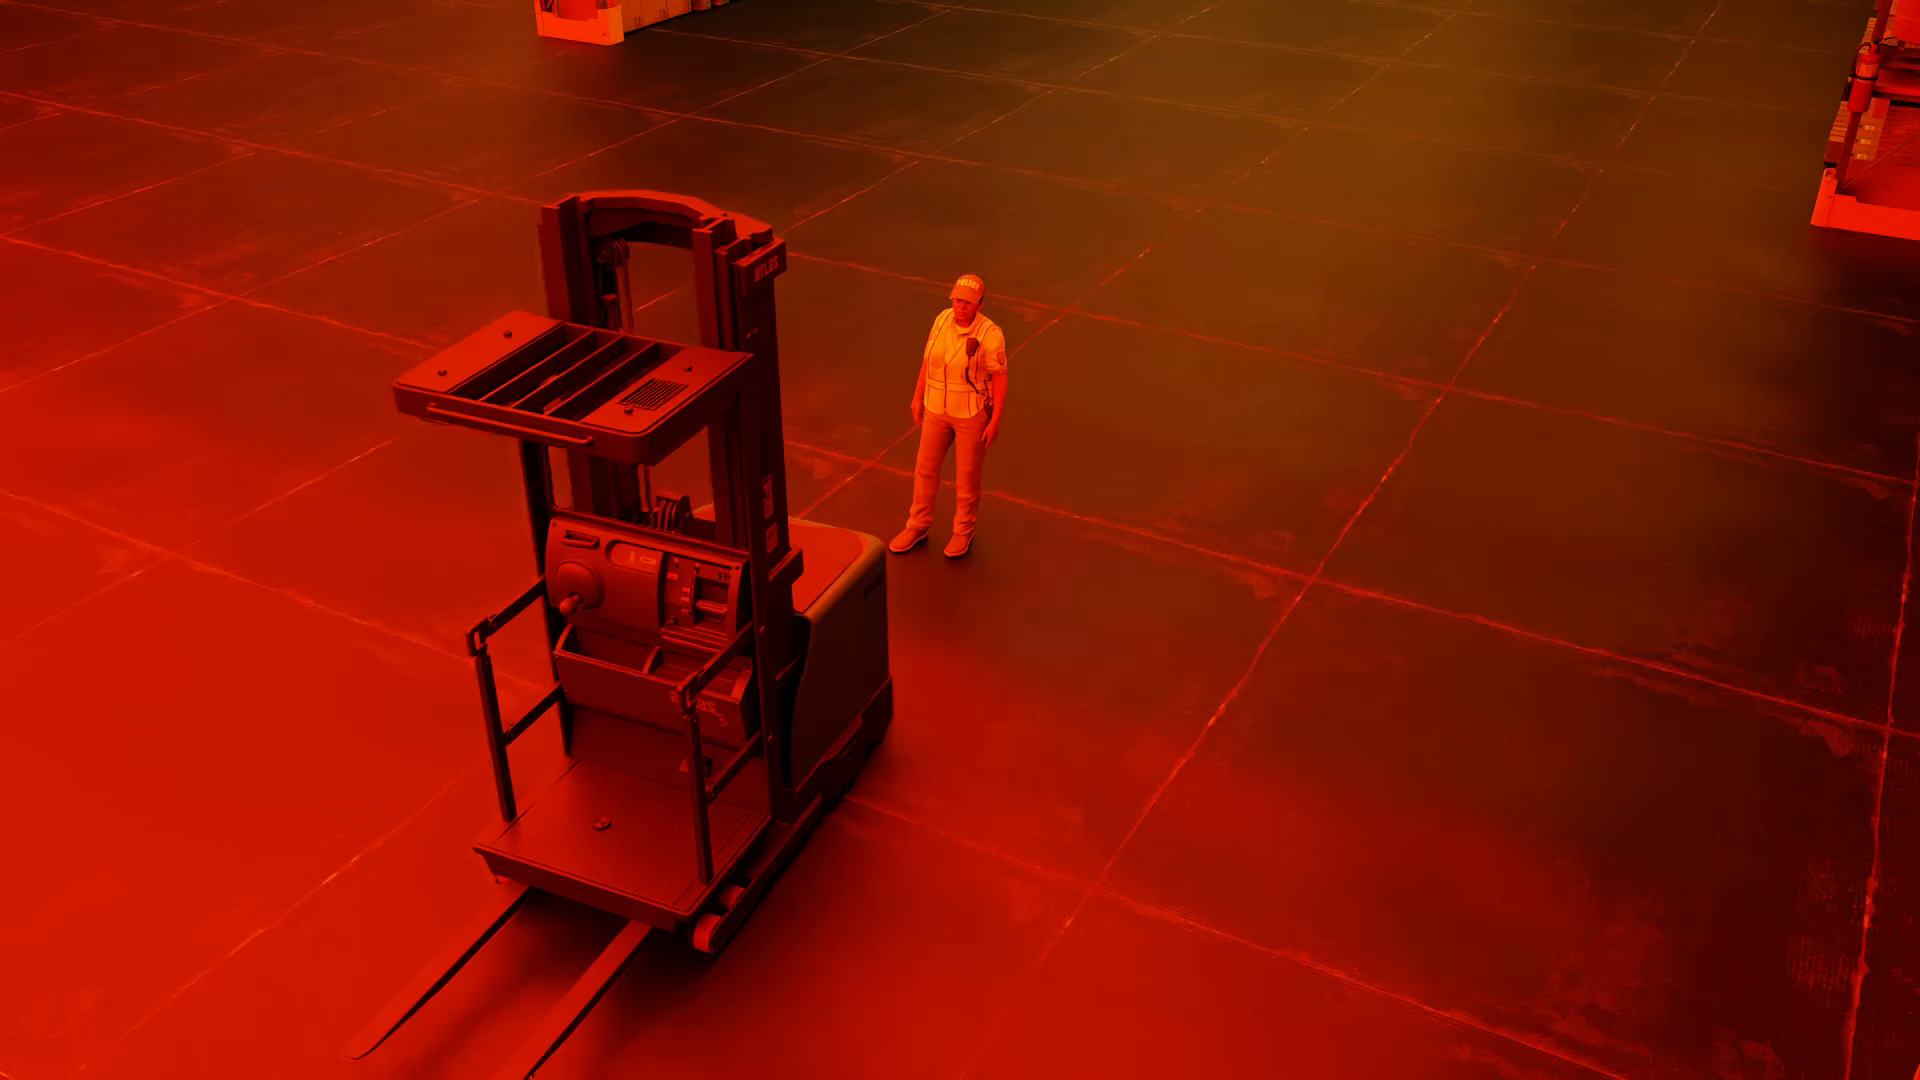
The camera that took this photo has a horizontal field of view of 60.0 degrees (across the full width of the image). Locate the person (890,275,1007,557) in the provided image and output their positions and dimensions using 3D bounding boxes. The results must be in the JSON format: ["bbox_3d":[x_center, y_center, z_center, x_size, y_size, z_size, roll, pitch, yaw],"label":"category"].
[{"bbox_3d":[-0.057,-0.700,9.534,0.599,1.670,0.529,15,33,25],"label":"person"}]

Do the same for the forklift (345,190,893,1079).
[{"bbox_3d":[-1.390,0.223,6.684,1.130,2.935,3.031,12,32,20],"label":"forklift"}]
